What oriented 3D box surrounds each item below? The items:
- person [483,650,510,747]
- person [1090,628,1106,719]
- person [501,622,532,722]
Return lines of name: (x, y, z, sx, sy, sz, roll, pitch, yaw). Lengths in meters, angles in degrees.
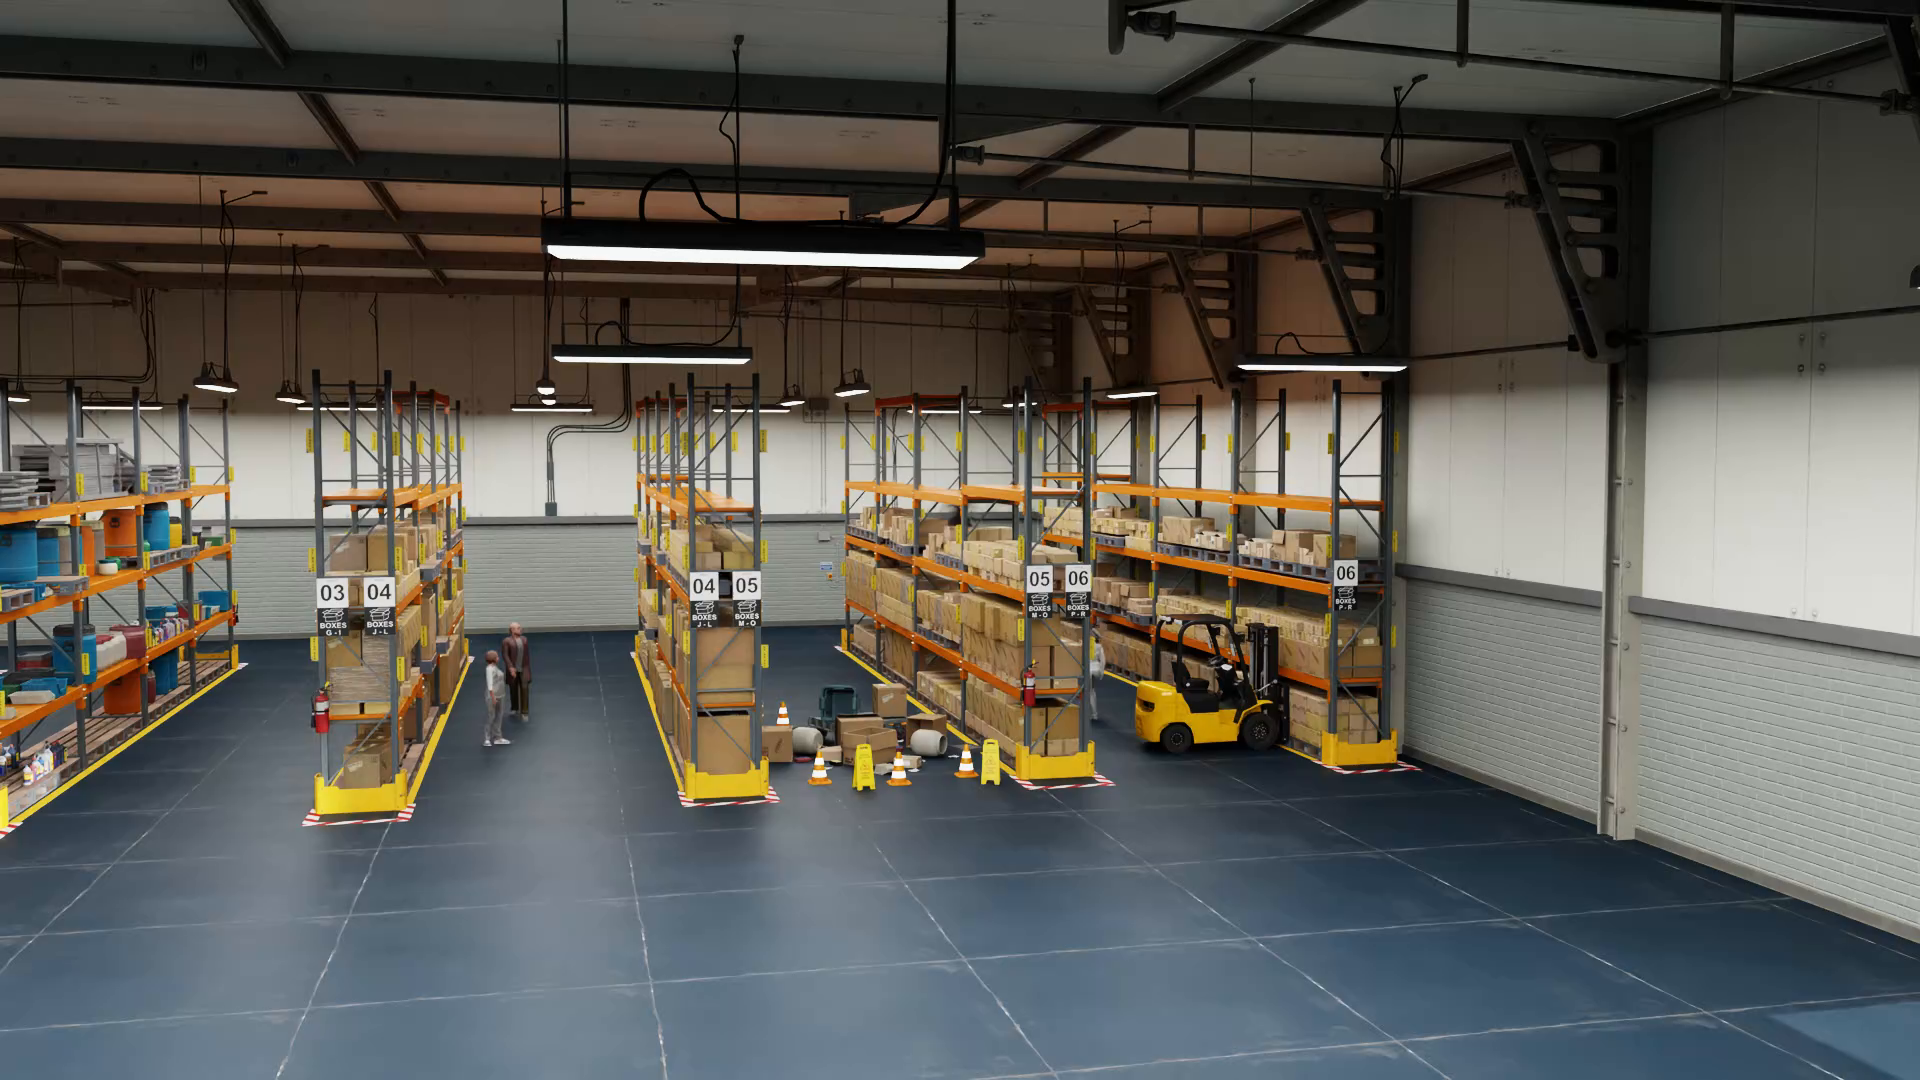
person: (-7.718, 2.618, 27.560, 0.384, 1.594, 0.465, 1, 3, 18)
person: (2.371, 2.455, 30.285, 0.634, 1.713, 0.625, -1, 3, -16)
person: (-8.010, 2.366, 30.056, 0.536, 1.748, 0.969, -1, 3, -15)
